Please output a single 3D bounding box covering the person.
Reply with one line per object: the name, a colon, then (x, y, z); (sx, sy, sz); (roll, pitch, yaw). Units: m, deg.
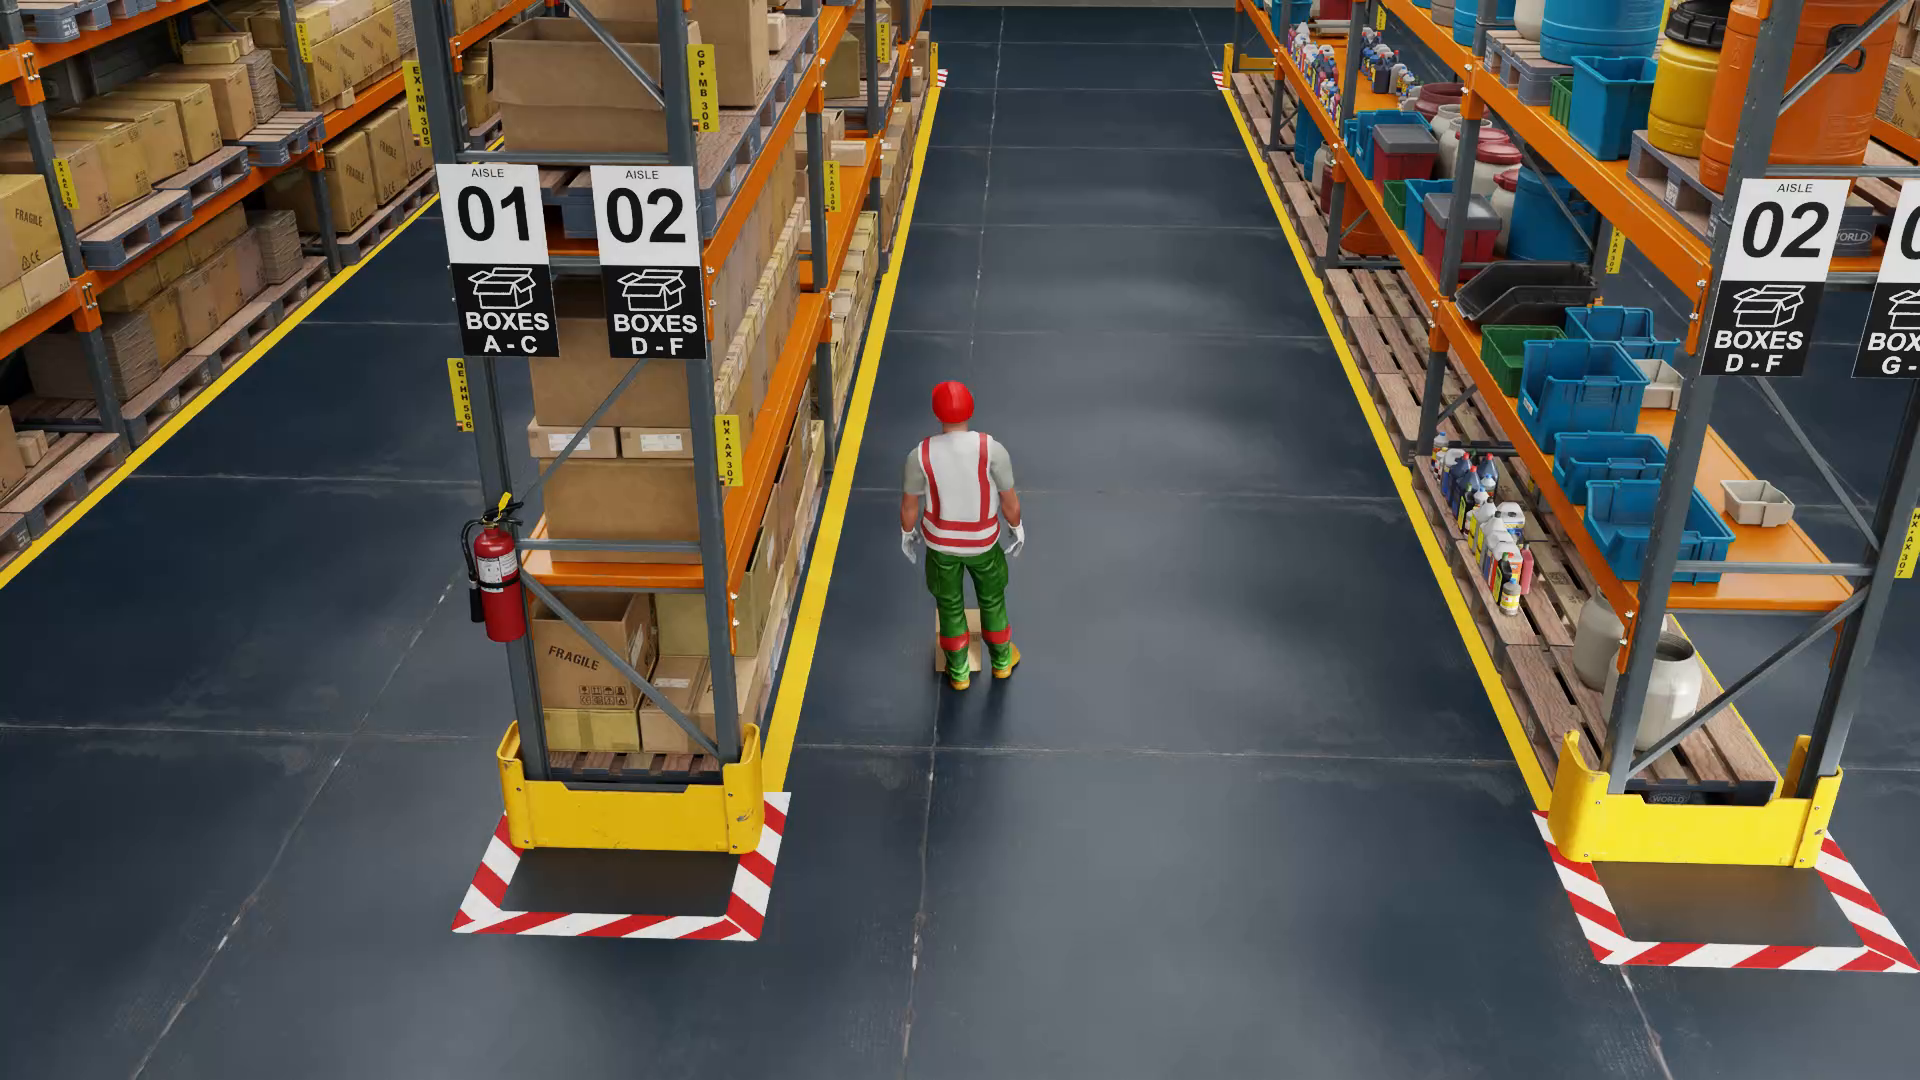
person: (0.016, -0.045, 8.661); (0.638, 1.787, 0.564); (1, 28, 2)
